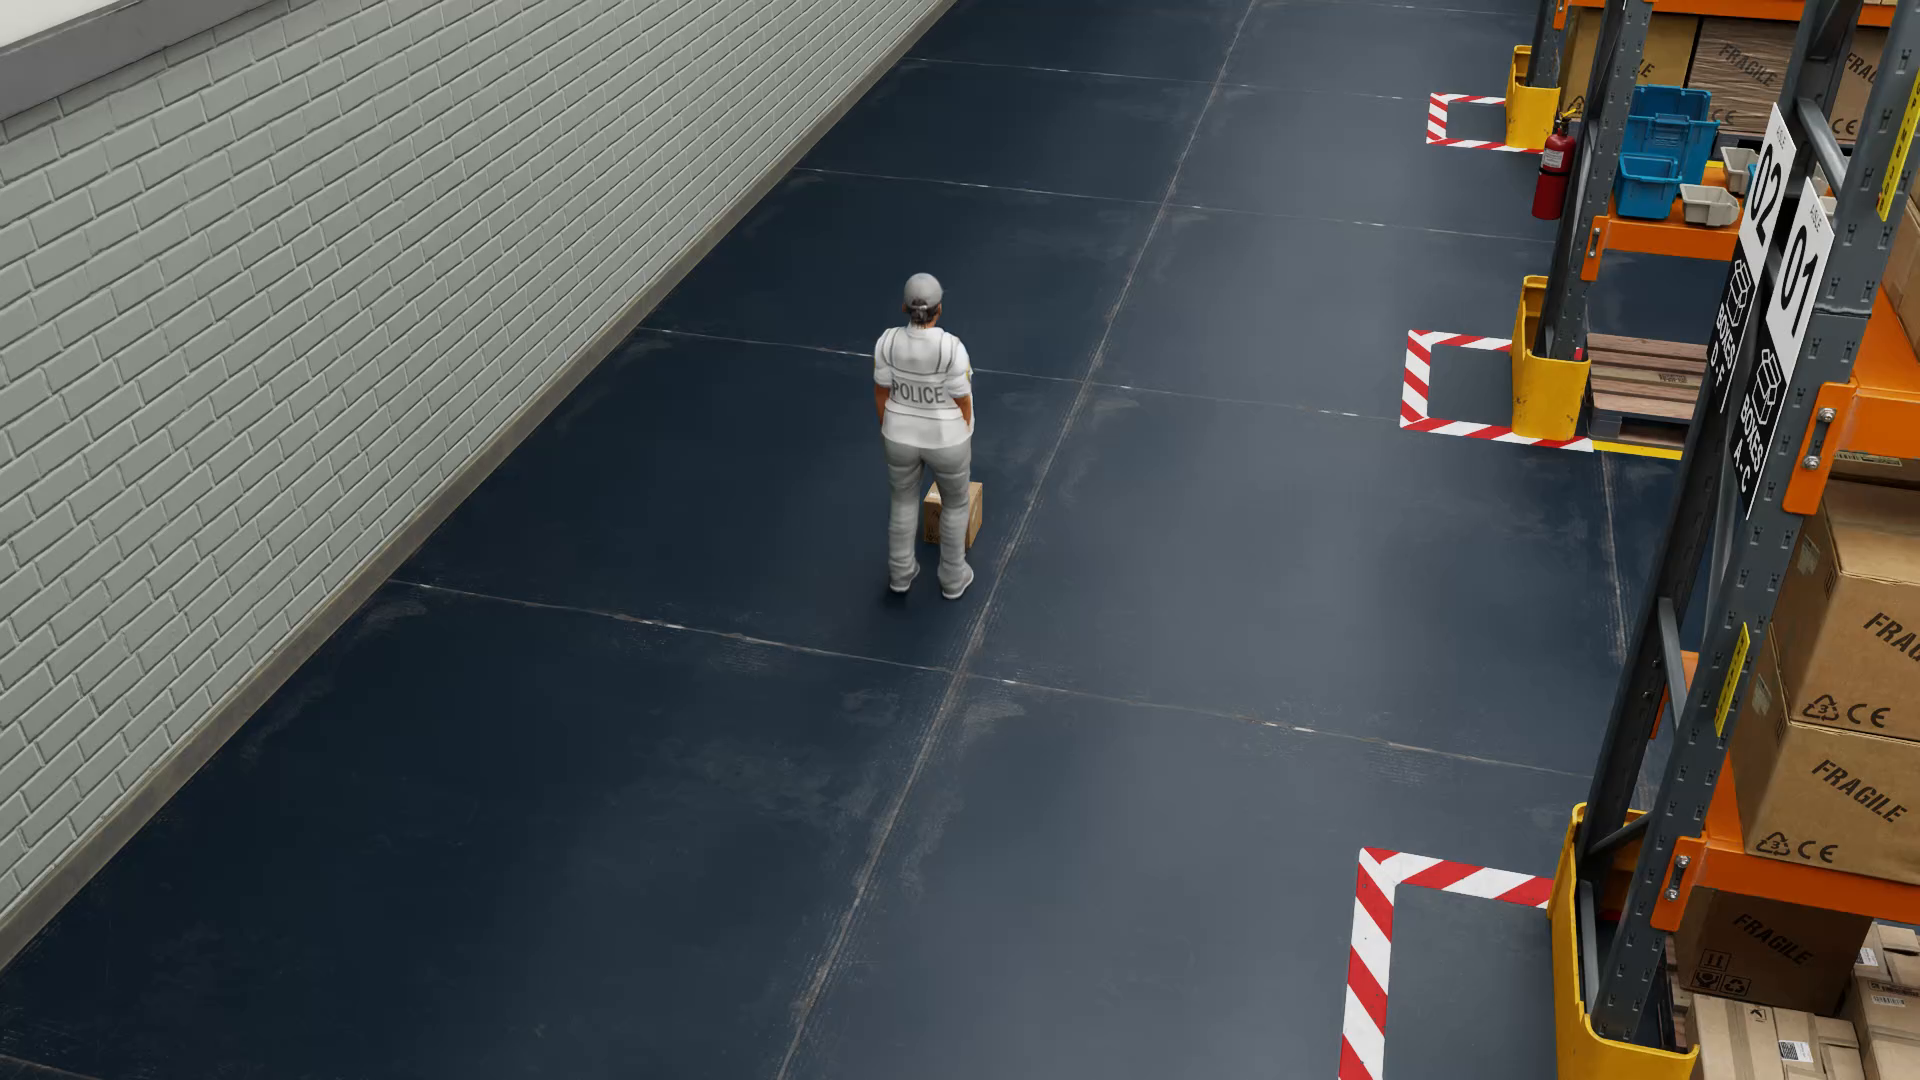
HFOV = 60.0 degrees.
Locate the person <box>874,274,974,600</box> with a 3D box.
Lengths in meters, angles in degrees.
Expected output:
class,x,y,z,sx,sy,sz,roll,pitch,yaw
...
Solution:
class,x,y,z,sx,sy,sz,roll,pitch,yaw
person,-0.165,-0.486,7.898,0.469,1.663,0.390,9,34,13
